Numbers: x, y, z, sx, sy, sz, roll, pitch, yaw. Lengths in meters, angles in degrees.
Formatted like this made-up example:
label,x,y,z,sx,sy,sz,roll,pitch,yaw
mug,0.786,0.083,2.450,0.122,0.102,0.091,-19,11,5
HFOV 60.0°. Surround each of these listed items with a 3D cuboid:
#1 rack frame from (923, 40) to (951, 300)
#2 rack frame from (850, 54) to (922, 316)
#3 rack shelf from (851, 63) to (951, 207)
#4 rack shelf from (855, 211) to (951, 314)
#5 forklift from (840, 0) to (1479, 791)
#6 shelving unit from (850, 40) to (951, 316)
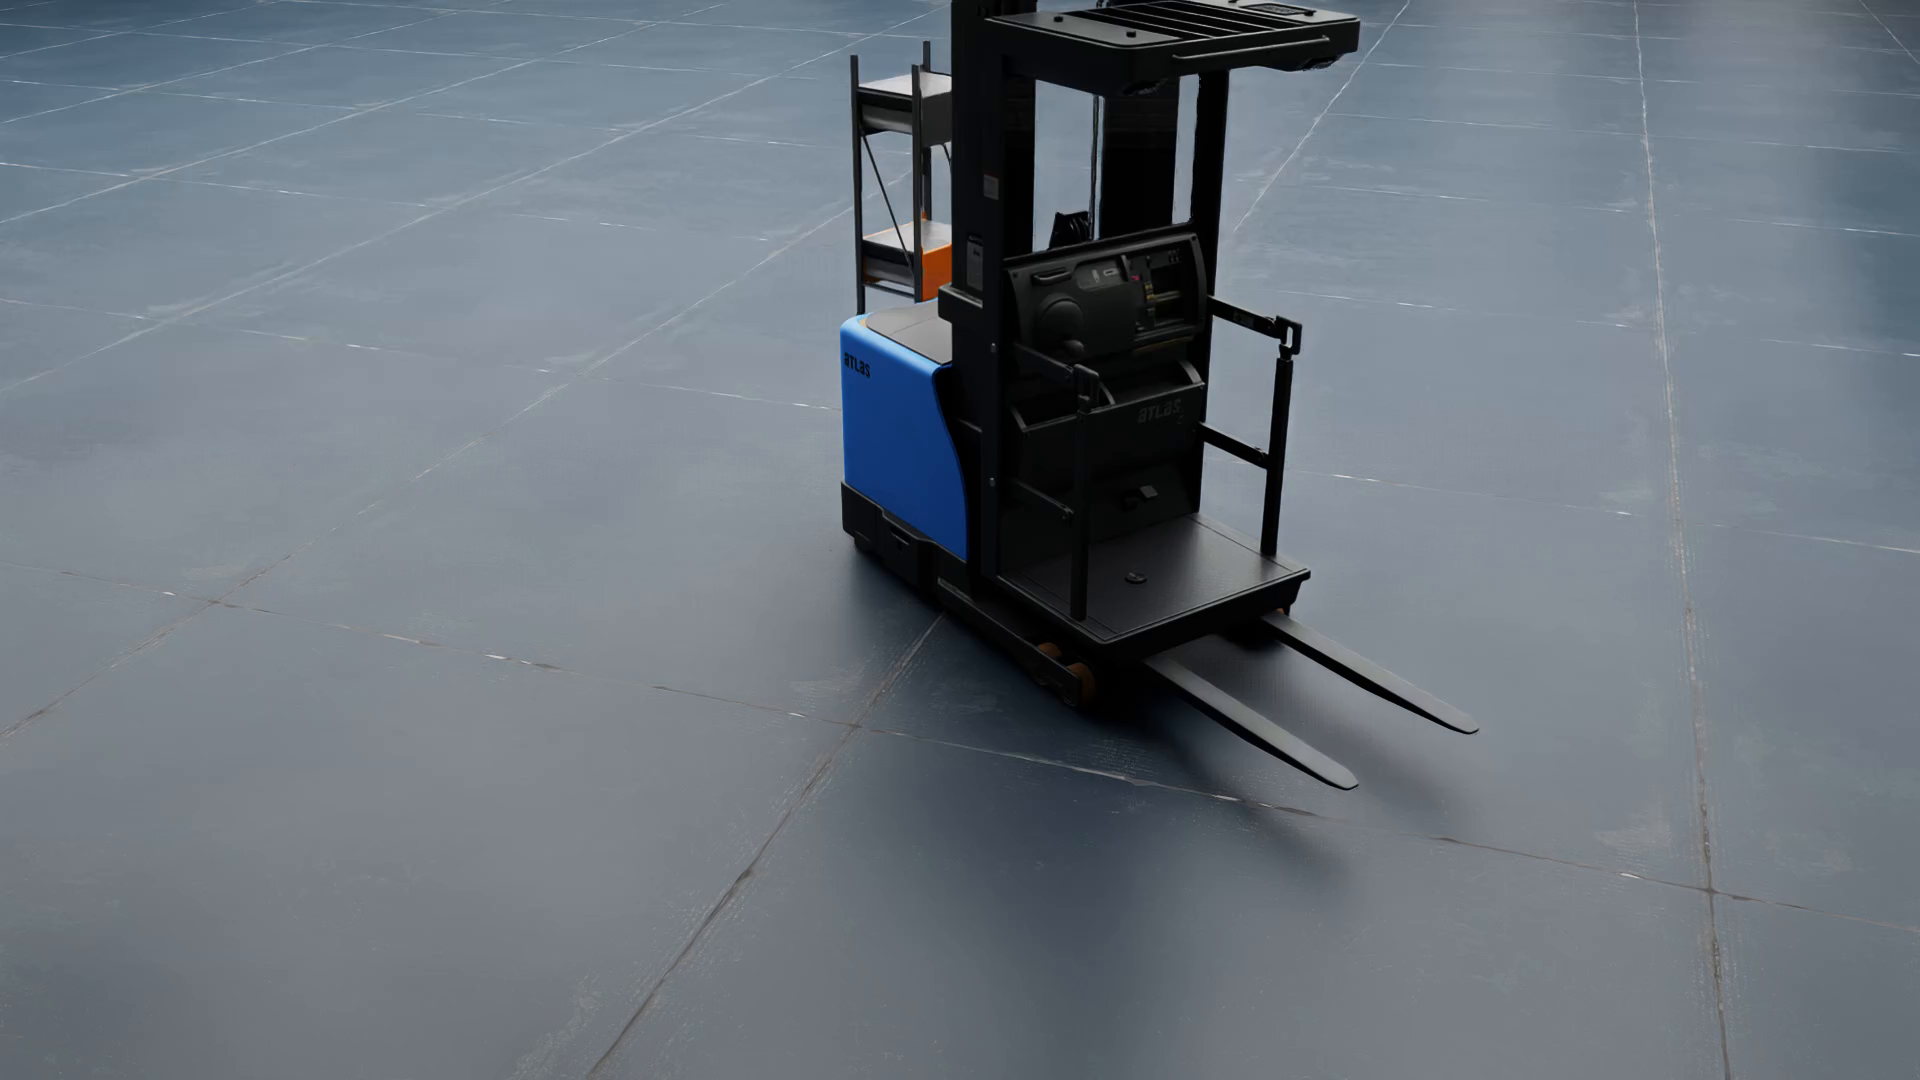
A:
label,x,y,z,sx,sy,sz,roll,pitch,yaw
rack frame,-0.015,-1.320,8.067,0.400,2.100,0.015,20,32,36
rack frame,-0.331,-1.158,7.732,0.400,2.100,0.015,20,32,36
rack shelf,-0.173,-1.857,7.600,0.431,0.518,0.480,20,32,36
rack shelf,-0.173,-1.227,7.905,0.431,0.518,0.480,20,32,36
forklift,0.703,-0.915,6.276,1.130,2.935,3.031,-17,30,-31
shelving unit,-0.173,-1.239,7.899,0.431,2.100,0.503,20,32,36
